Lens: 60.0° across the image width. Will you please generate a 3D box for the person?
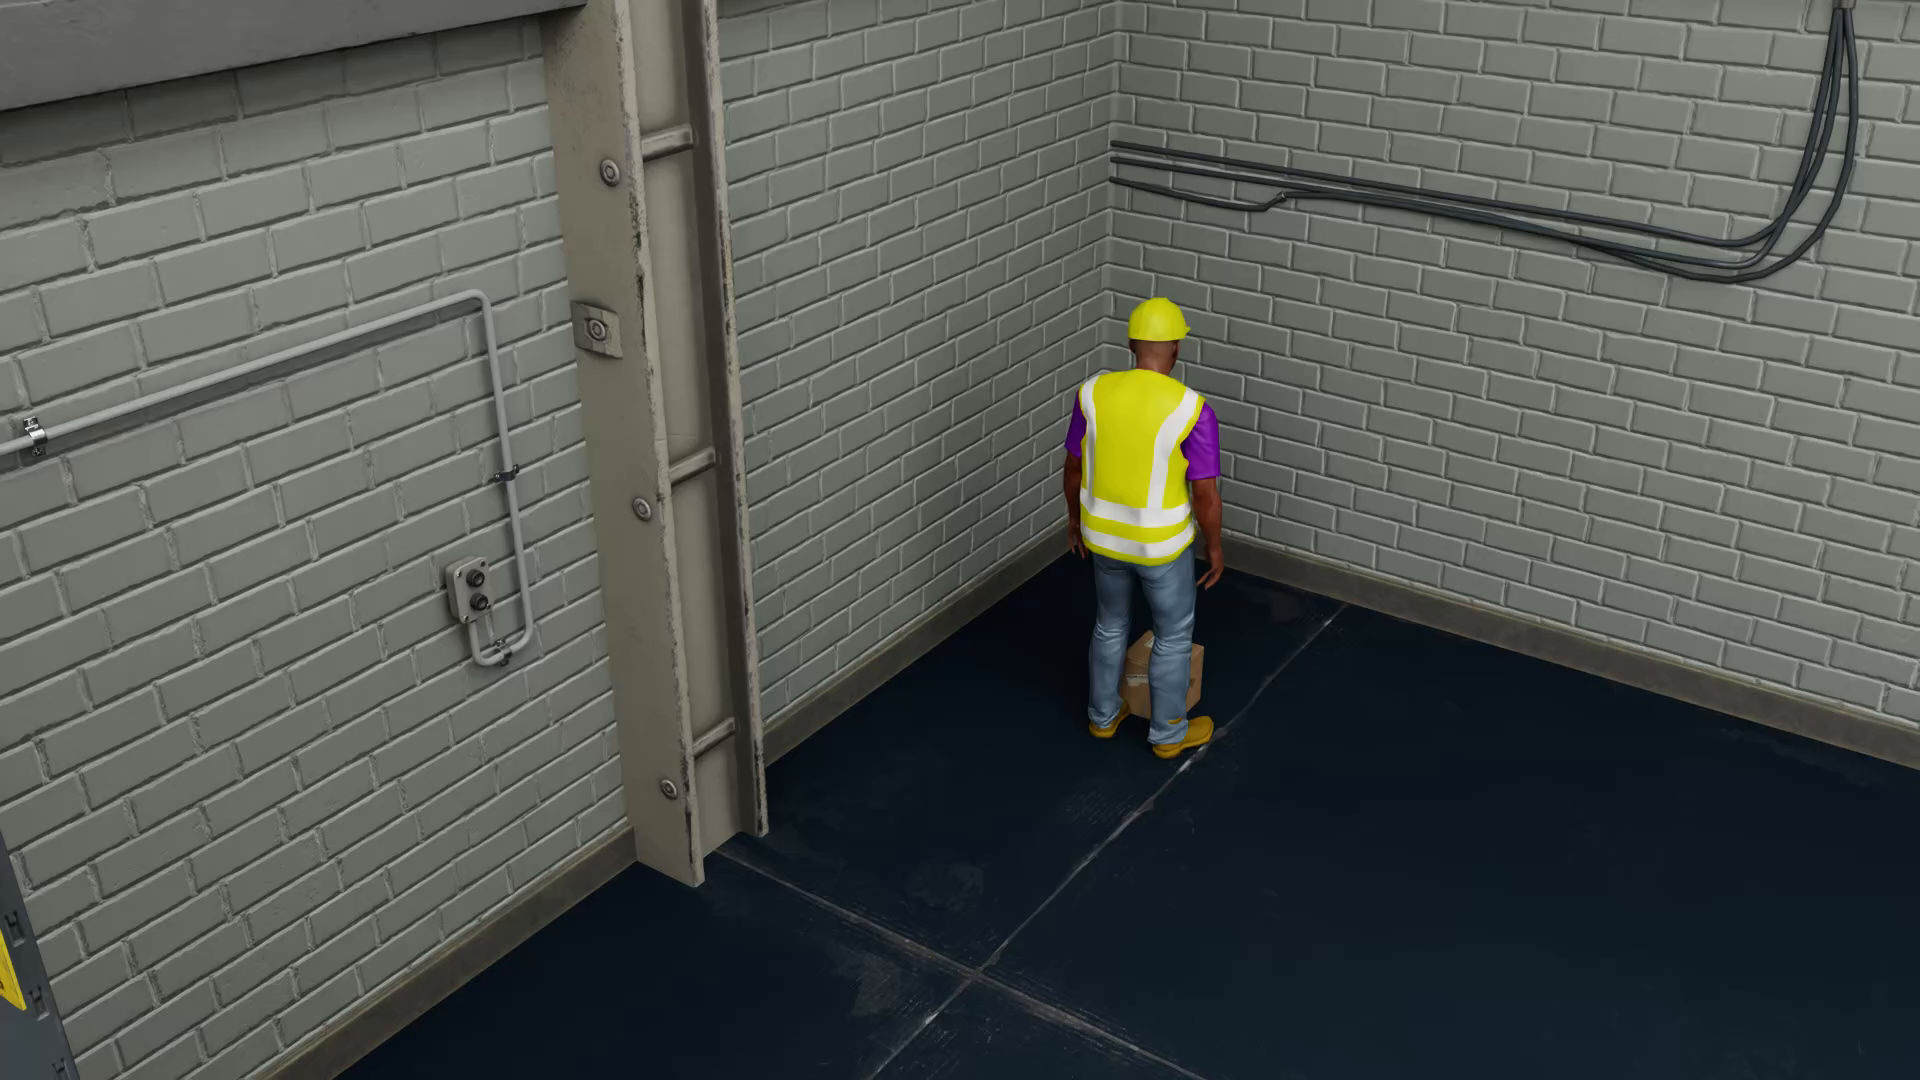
[{"bbox_3d":[0.684,-0.030,6.162,0.627,1.755,0.462,16,31,28],"label":"person"}]
